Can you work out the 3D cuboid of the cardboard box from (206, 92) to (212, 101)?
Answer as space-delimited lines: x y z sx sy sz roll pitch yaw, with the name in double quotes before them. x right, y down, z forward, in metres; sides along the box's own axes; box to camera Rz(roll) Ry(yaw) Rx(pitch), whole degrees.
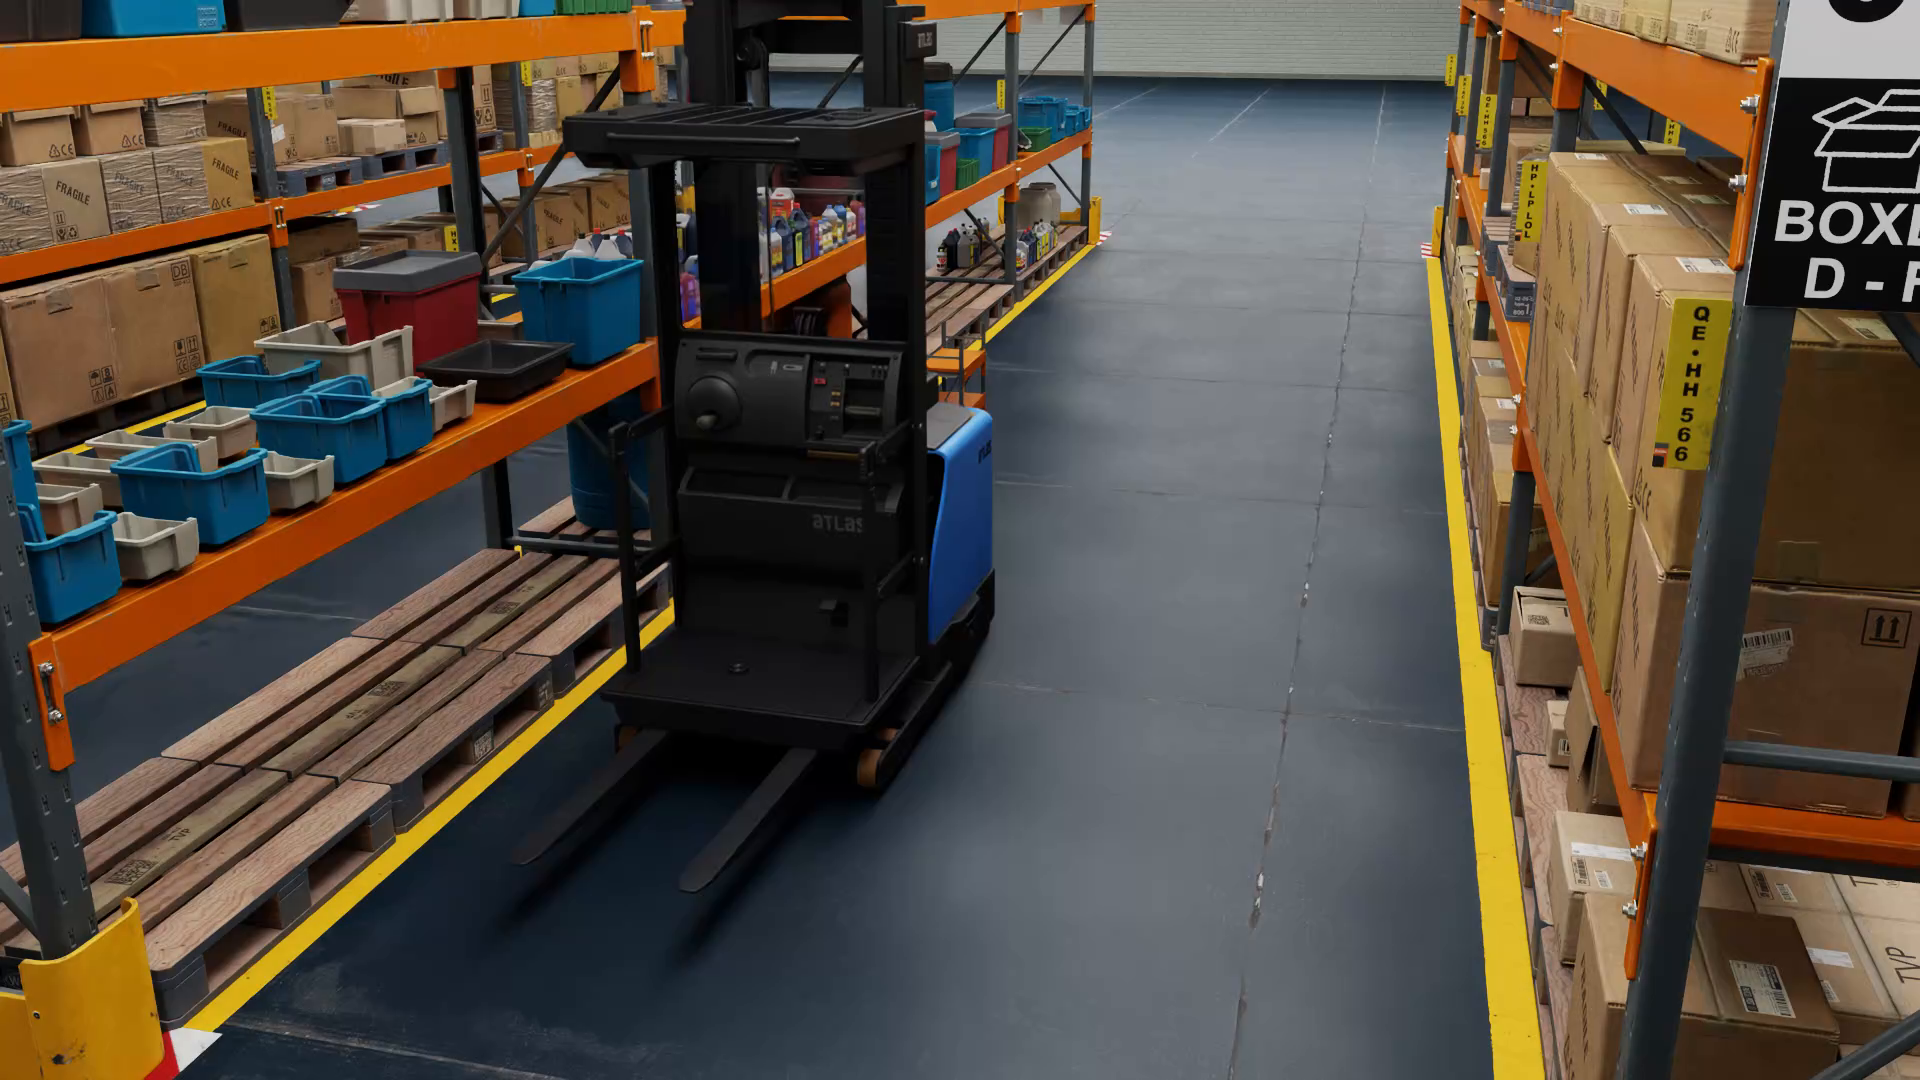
"cardboard box" -9.117 -5.032 19.047 0.875 0.550 0.550 5 19 13

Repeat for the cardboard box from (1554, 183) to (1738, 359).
"cardboard box" 2.241 -0.868 5.387 0.500 0.500 0.500 4 19 12

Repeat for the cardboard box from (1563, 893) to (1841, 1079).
"cardboard box" 1.798 1.243 4.096 0.500 0.500 0.500 5 19 13

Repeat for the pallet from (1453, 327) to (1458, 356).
"pallet" 4.693 -1.750 13.984 1.003 0.211 1.213 5 19 13

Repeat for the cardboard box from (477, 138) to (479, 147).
"cardboard box" -5.002 -4.059 16.818 0.380 0.149 0.250 5 19 13

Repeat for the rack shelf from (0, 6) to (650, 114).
"rack shelf" -2.410 -1.641 5.822 1.077 0.370 4.000 5 19 13

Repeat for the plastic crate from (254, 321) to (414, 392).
"plastic crate" -2.473 -0.697 6.677 0.437 0.282 0.530 5 19 13

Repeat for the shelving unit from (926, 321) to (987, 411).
"shelving unit" -0.040 -0.516 8.842 0.258 1.200 0.503 5 19 13

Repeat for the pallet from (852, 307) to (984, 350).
"pallet" -0.417 -1.743 13.965 1.003 0.211 1.213 5 19 13

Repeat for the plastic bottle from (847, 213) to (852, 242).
"plastic bottle" -0.755 -2.050 10.856 0.097 0.201 0.097 0 19 0

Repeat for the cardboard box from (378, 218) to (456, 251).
"cardboard box" -5.075 -2.774 15.854 0.700 0.500 0.500 5 19 13

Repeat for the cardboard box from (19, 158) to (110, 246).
"cardboard box" -6.004 -2.228 10.916 0.500 0.500 0.500 5 19 14

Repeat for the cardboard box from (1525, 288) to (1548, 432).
"cardboard box" 2.492 -0.705 6.457 0.500 0.500 0.500 5 20 15

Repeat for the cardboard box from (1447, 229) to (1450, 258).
"cardboard box" 5.225 -2.991 16.907 0.500 0.250 0.500 5 19 13

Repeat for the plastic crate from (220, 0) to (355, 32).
"plastic crate" -2.259 -1.782 5.219 0.504 0.338 0.767 5 19 13

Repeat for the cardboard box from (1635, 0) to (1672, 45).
"cardboard box" 2.016 -1.386 4.197 0.500 0.250 0.500 5 19 13

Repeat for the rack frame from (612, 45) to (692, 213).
"rack frame" -3.792 -5.341 20.183 1.000 3.000 0.127 5 19 13

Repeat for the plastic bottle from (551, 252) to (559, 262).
"plastic bottle" -2.126 -1.358 8.704 0.061 0.283 0.133 5 19 13

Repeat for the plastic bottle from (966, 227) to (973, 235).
"plastic bottle" 0.081 -3.052 17.015 0.152 0.276 0.135 5 19 14

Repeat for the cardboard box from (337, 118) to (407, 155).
"cardboard box" -5.114 -3.468 14.283 0.500 0.250 0.500 4 19 12

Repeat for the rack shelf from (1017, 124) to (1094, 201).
"rack shelf" 0.522 -3.982 17.319 1.077 0.370 4.000 5 19 13

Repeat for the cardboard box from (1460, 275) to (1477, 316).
"cardboard box" 4.119 -1.875 12.772 0.500 0.311 0.500 5 20 15

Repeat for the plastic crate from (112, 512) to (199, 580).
"plastic crate" -2.360 0.016 4.814 0.250 0.136 0.298 5 19 13

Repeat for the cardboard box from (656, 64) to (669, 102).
"cardboard box" -3.953 -5.359 19.620 0.875 0.500 0.500 5 19 13

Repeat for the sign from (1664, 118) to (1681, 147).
"sign" 4.387 -2.520 10.257 0.100 0.325 0.005 5 19 13

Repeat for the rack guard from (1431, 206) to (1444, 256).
"rack guard" 5.819 -3.382 18.315 1.175 0.500 0.348 5 19 13

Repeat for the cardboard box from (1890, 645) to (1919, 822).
"cardboard box" 2.268 0.292 3.537 0.500 0.500 0.500 5 20 15

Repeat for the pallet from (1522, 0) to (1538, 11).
"pallet" 3.359 -2.651 7.958 1.213 0.211 1.003 5 19 13

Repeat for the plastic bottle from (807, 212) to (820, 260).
"plastic bottle" -0.908 -1.868 10.197 0.061 0.283 0.133 5 19 13

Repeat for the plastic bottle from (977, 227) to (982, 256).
"plastic bottle" 0.184 -3.047 16.990 0.061 0.283 0.133 5 19 13

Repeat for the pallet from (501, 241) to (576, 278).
"pallet" -4.640 -2.981 17.588 1.003 0.211 1.213 5 19 13

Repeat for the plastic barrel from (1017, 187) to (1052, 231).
"plastic barrel" 0.801 -3.602 18.291 0.421 0.512 0.421 0 19 0

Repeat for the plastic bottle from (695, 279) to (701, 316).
"plastic bottle" -1.375 -1.255 8.529 0.097 0.201 0.097 0 19 0

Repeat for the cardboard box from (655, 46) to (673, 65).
"cardboard box" -3.687 -5.810 19.395 0.500 0.500 0.500 5 19 13

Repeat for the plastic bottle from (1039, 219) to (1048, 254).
"plastic bottle" 0.828 -3.121 17.103 0.144 0.351 0.185 5 20 16

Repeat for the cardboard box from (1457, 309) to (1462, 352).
"cardboard box" 4.122 -1.612 12.871 0.500 0.250 0.500 5 19 14

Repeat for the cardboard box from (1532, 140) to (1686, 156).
"cardboard box" 3.814 -2.090 9.860 0.700 0.500 0.500 -2 19 -5

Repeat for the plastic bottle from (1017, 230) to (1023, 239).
"plastic bottle" 0.633 -3.032 16.956 0.152 0.276 0.135 5 19 13

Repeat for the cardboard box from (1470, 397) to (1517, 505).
"cardboard box" 3.098 -0.470 9.108 0.500 0.500 0.500 4 19 12

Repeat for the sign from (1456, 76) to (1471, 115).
"sign" 4.297 -3.794 14.193 0.100 0.325 0.005 5 19 13

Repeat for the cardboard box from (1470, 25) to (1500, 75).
"cardboard box" 5.674 -5.057 17.189 0.700 0.500 0.500 5 19 14

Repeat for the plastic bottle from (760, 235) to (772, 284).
"plastic bottle" -1.156 -1.608 9.445 0.152 0.276 0.135 5 19 13

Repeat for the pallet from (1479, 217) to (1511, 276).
"pallet" 3.761 -1.741 9.941 1.213 0.211 1.003 5 19 13

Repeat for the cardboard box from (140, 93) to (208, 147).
"cardboard box" -5.941 -3.127 11.996 0.797 0.503 0.637 5 20 15

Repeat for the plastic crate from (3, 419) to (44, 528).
"plastic crate" -2.998 -0.100 4.691 0.616 0.435 0.499 5 19 13

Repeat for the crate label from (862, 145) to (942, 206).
"crate label" -0.439 -2.749 12.540 0.502 0.435 0.616 5 19 13

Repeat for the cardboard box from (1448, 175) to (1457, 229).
"cardboard box" 5.346 -3.502 17.245 0.500 0.500 0.500 5 19 13

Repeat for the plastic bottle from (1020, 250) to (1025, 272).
"plastic bottle" 0.586 -2.709 16.126 0.097 0.201 0.097 0 19 0

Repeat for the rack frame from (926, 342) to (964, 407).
"rack frame" -0.100 -0.439 8.618 0.240 1.200 0.015 5 19 13

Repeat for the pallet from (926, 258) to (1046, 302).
"pallet" 0.238 -2.583 16.425 1.003 0.211 1.213 5 19 13

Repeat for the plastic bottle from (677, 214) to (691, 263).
"plastic bottle" -1.702 -1.839 10.122 0.152 0.276 0.135 5 19 13

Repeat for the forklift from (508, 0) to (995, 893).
"forklift" -0.735 -0.565 6.307 1.130 2.935 3.031 5 20 15

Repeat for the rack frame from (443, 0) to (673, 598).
"rack frame" -1.921 -1.188 8.026 1.000 3.000 0.127 5 19 13

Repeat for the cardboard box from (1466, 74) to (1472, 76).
"cardboard box" 5.508 -4.806 17.458 0.380 0.149 0.250 5 19 13
